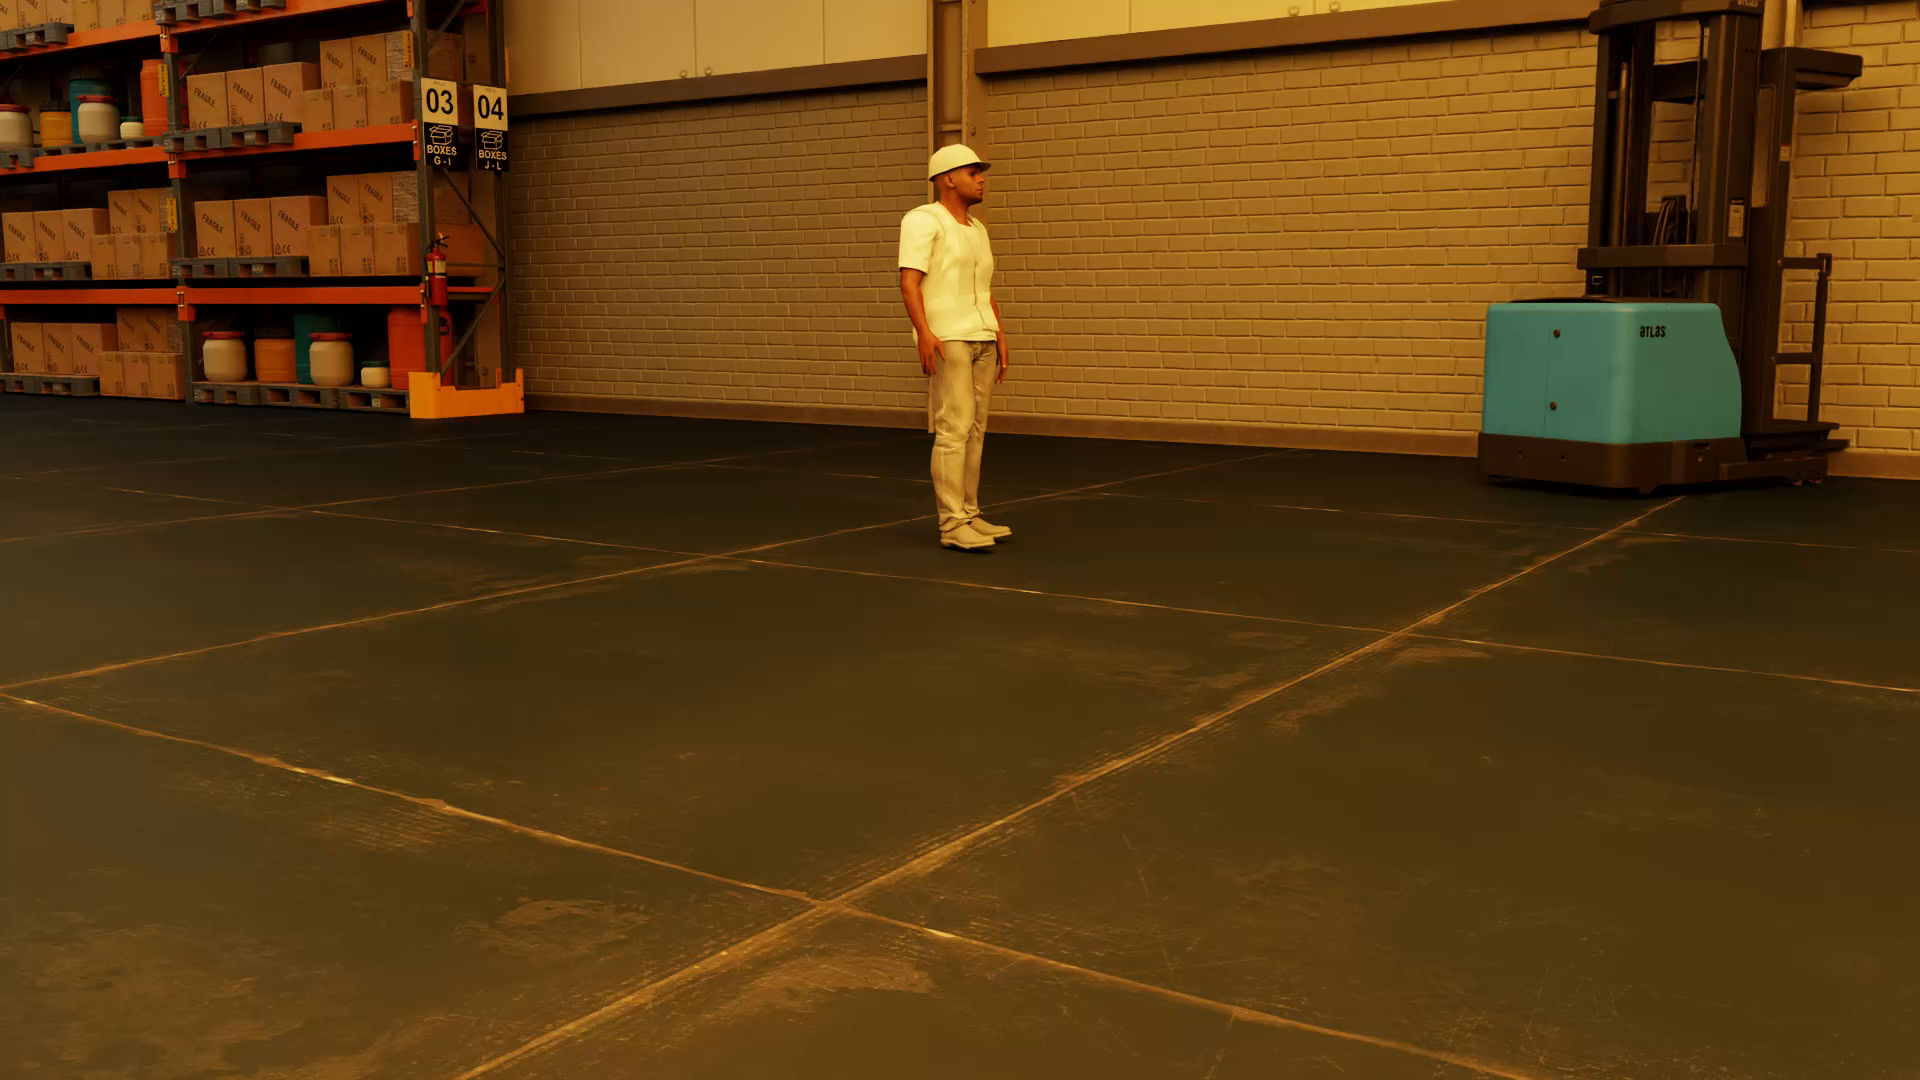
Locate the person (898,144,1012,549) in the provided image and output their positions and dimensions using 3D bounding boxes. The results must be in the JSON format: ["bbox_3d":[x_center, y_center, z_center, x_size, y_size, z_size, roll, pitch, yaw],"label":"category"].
[{"bbox_3d":[0.055,-0.872,7.435,0.575,1.762,0.665,5,10,34],"label":"person"}]

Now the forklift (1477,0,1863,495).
[{"bbox_3d":[4.609,-1.829,10.058,3.031,2.935,1.130,-5,9,-31],"label":"forklift"}]
